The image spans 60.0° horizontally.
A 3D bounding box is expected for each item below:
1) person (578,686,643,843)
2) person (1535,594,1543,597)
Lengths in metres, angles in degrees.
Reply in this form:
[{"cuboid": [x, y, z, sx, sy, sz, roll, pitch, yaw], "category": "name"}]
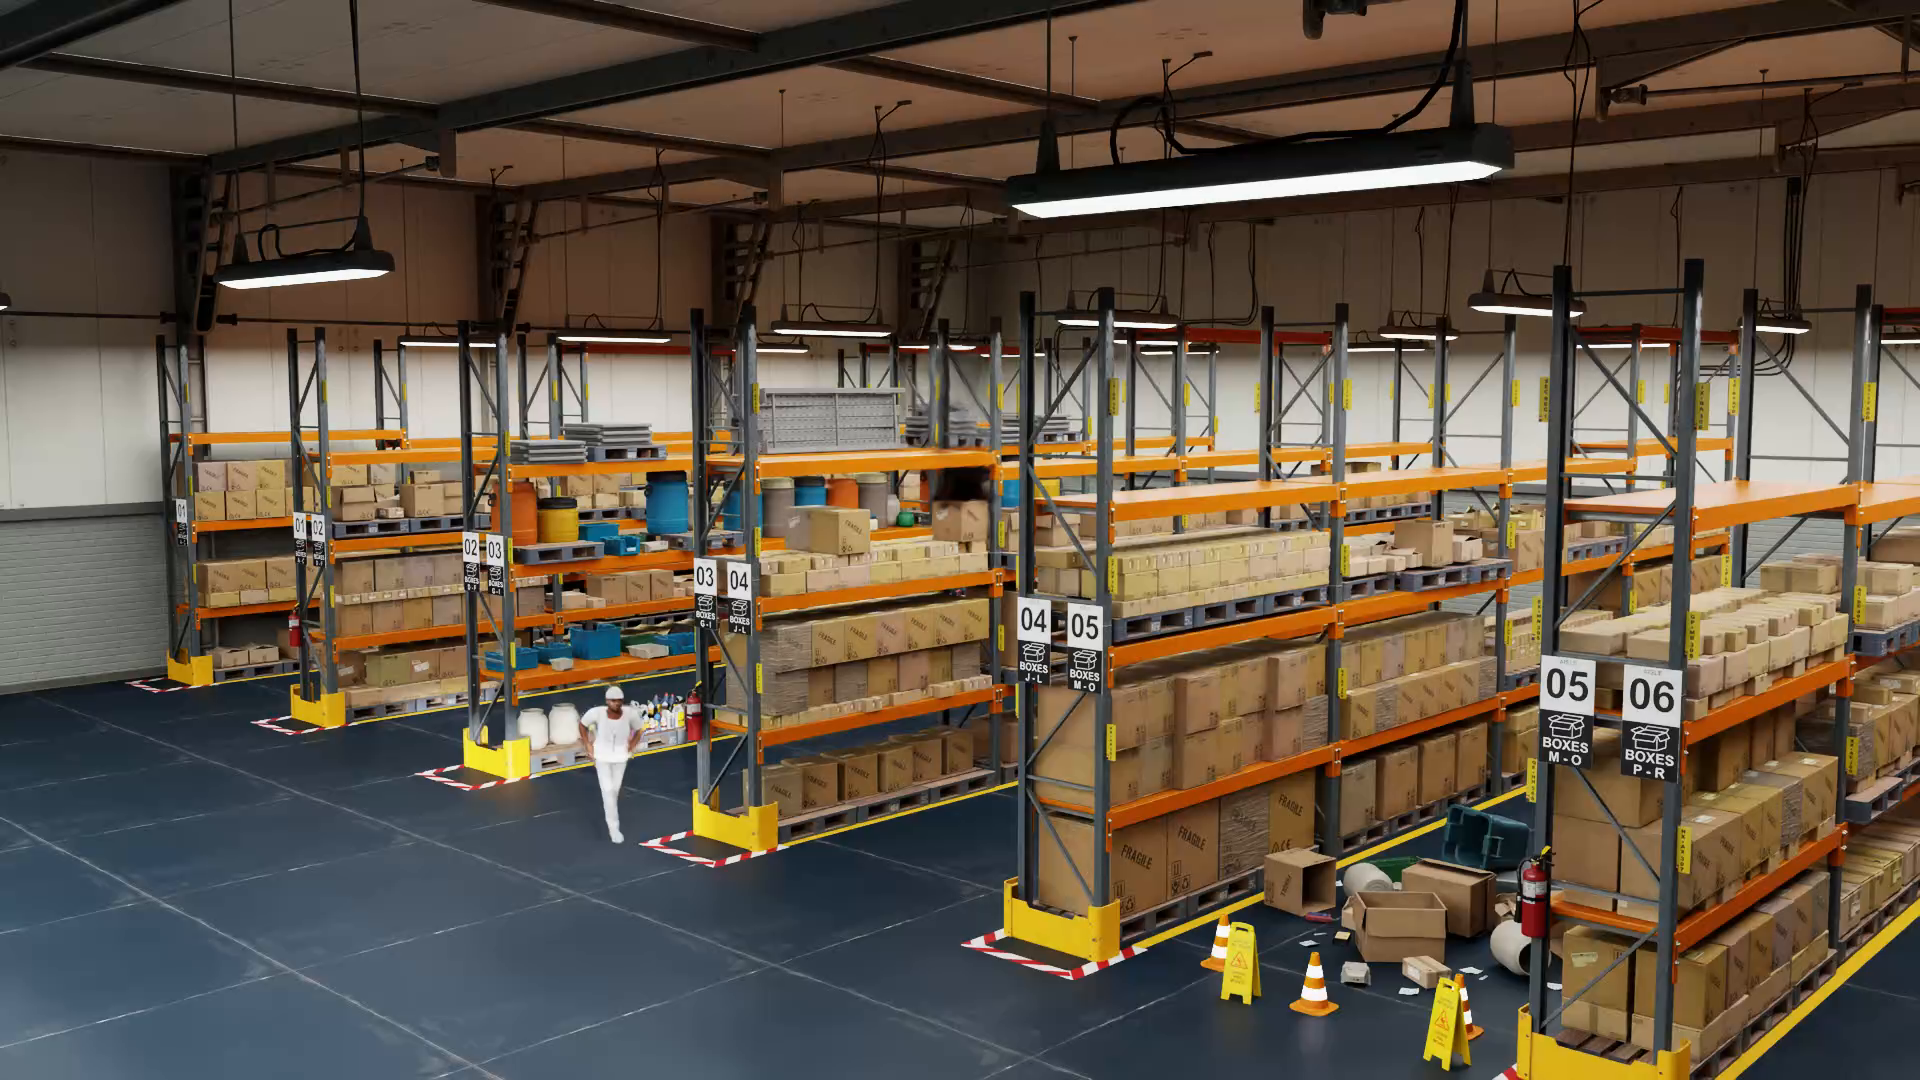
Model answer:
[{"cuboid": [-3.958, 2.485, 18.944, 0.713, 1.708, 1.091, -2, 6, -21], "category": "person"}, {"cuboid": [10.481, 1.546, 29.772, 0.613, 1.608, 0.728, 5, 7, 40], "category": "person"}]
